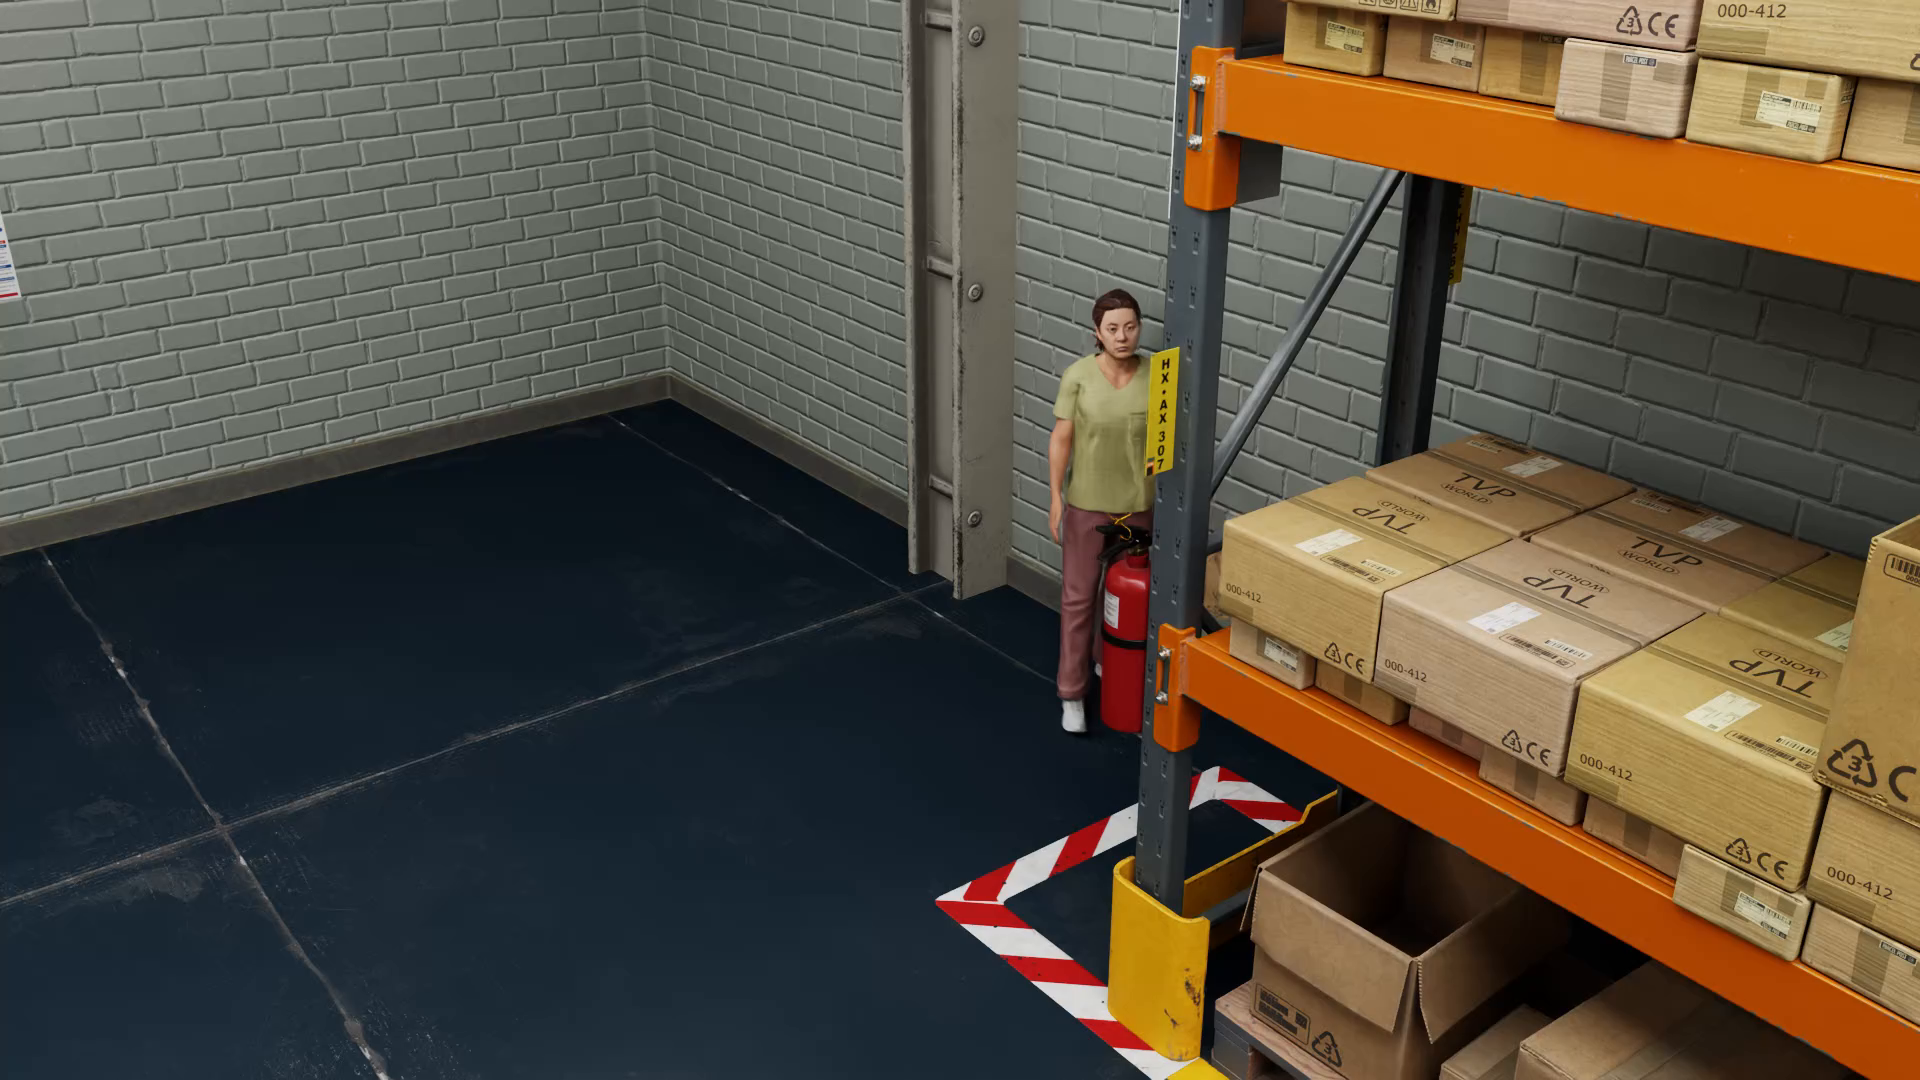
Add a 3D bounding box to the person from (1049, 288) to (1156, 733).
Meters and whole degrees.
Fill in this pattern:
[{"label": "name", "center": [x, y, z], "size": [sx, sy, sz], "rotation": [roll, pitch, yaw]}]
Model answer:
[{"label": "person", "center": [0.583, -0.101, 6.331], "size": [0.514, 1.652, 0.559], "rotation": [-3, 25, -6]}]
